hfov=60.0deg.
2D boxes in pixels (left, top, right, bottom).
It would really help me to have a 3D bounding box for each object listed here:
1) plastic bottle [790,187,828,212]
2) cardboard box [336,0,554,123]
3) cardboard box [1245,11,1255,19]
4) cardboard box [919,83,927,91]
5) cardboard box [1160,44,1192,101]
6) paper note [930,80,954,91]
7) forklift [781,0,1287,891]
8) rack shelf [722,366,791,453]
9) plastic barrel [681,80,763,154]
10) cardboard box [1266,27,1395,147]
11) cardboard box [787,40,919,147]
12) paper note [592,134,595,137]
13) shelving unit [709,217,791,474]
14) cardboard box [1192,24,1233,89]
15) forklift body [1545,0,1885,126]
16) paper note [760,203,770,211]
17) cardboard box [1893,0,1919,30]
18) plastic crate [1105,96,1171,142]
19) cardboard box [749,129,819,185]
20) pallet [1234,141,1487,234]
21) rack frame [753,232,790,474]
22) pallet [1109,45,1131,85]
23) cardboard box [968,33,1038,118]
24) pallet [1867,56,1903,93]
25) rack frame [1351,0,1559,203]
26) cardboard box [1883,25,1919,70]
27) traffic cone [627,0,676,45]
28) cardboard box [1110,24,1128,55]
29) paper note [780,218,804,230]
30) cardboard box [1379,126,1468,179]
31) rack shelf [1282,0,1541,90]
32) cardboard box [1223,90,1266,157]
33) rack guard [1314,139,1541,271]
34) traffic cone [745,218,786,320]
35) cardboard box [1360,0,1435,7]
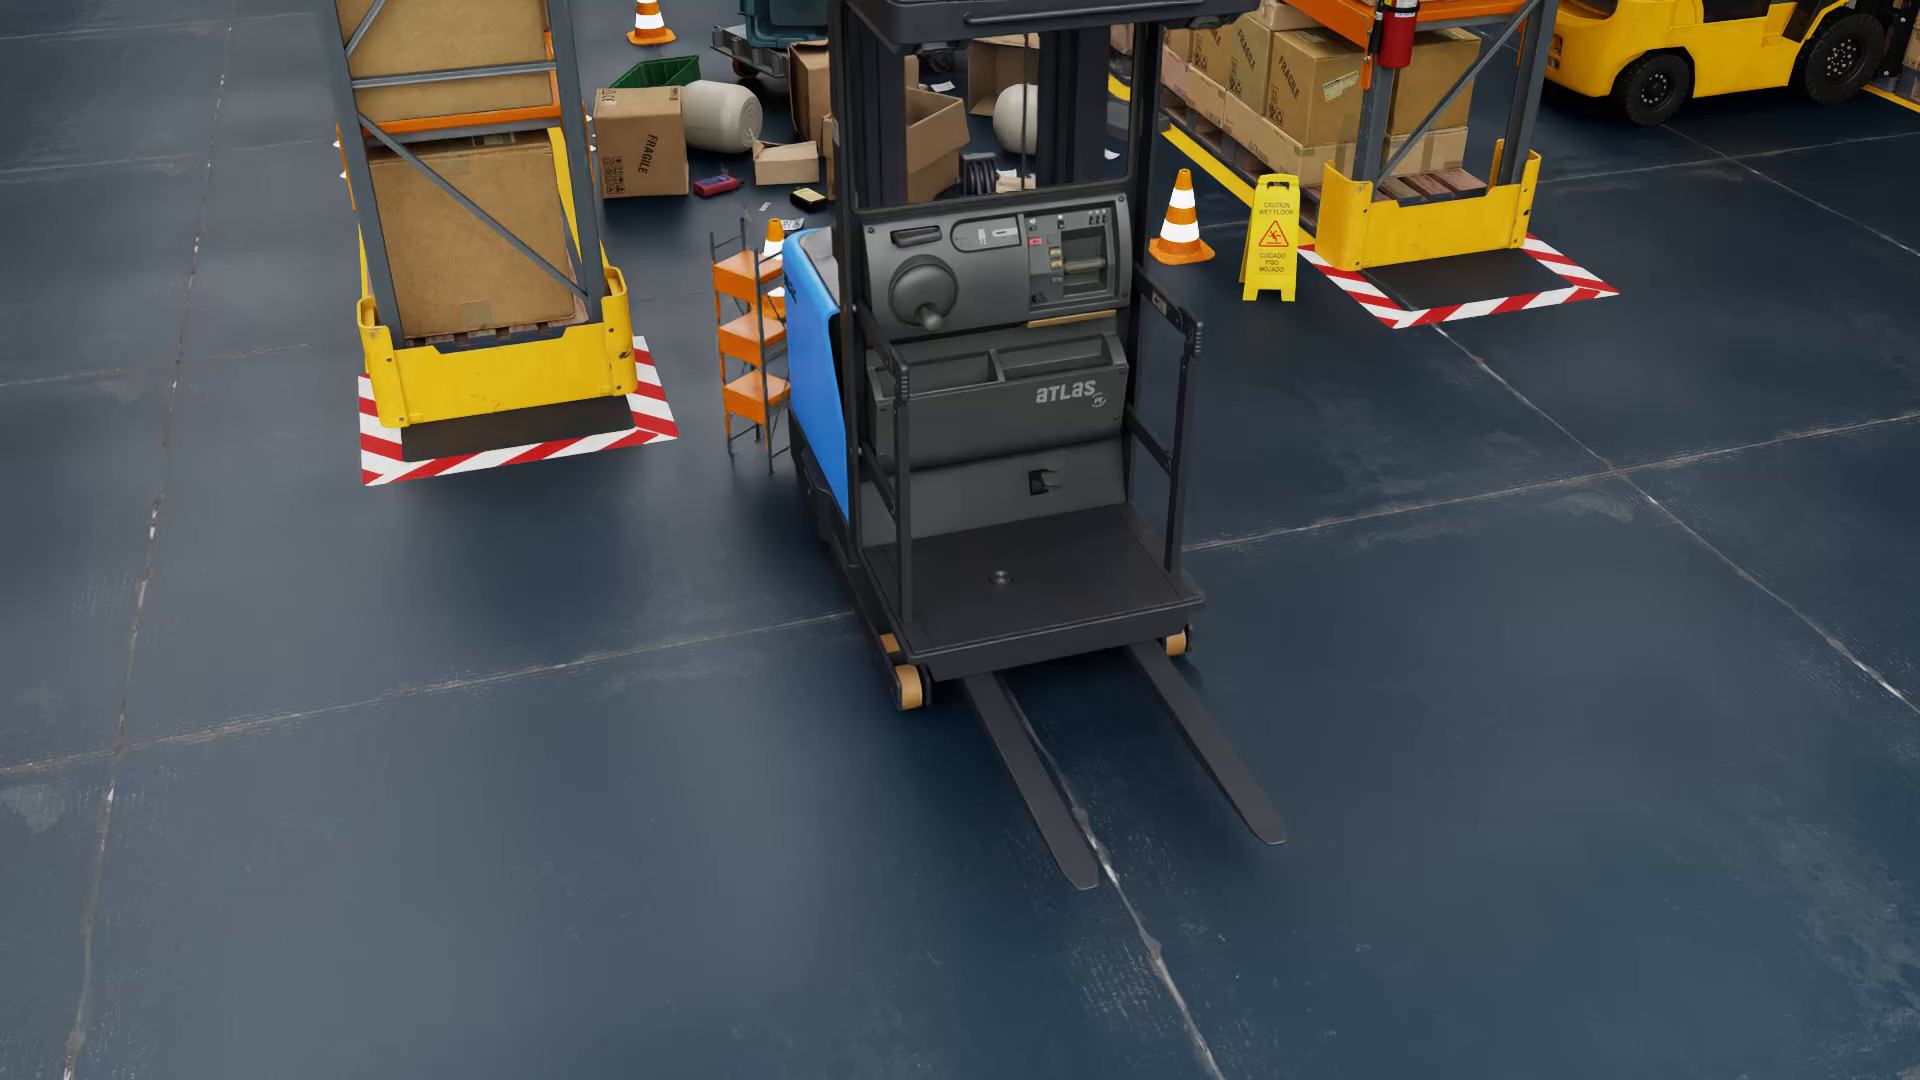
[{"bbox_3d":[-0.903,-1.999,9.719,0.133,0.061,0.283,-23,40,-31],"label":"plastic bottle"},{"bbox_3d":[-2.273,-2.198,7.220,0.875,0.550,0.550,-10,35,-15],"label":"cardboard box"},{"bbox_3d":[1.825,-3.136,9.620,0.380,0.149,0.250,-9,35,-14],"label":"cardboard box"},{"bbox_3d":[-0.449,-3.005,11.057,0.396,0.266,0.258,19,38,26],"label":"cardboard box"},{"bbox_3d":[1.608,-3.051,10.759,0.500,0.250,0.500,-10,35,-15],"label":"cardboard box"},{"bbox_3d":[-0.116,-3.130,11.460,0.148,0.019,0.142,-10,35,-15],"label":"paper note"},{"bbox_3d":[0.202,-0.874,5.414,1.130,2.935,3.031,-10,35,-15],"label":"forklift"},{"bbox_3d":[-0.859,-0.567,7.178,0.240,0.259,0.215,23,40,30],"label":"rack shelf"},{"bbox_3d":[-1.529,-2.636,10.356,0.512,0.421,0.421,13,36,18],"label":"plastic barrel"},{"bbox_3d":[2.074,-2.552,9.324,0.500,0.500,0.500,-10,35,-14],"label":"cardboard box"},{"bbox_3d":[-0.673,-2.835,10.461,0.797,0.637,0.503,-10,35,-15],"label":"cardboard box"},{"bbox_3d":[-2.269,-2.610,10.671,0.142,0.020,0.147,19,38,26],"label":"paper note"},{"bbox_3d":[-0.858,-0.807,7.018,0.252,1.050,0.215,23,40,30],"label":"shelving unit"},{"bbox_3d":[1.765,-3.091,10.140,0.500,0.500,0.500,-11,35,-16],"label":"cardboard box"},{"bbox_3d":[4.977,-4.006,10.861,2.313,2.155,1.214,-10,35,-15],"label":"forklift body"},{"bbox_3d":[-1.135,-1.940,9.677,0.032,0.001,0.123,7,34,10],"label":"paper note"},{"bbox_3d":[6.527,-3.643,11.202,0.500,0.250,0.500,-11,35,-16],"label":"cardboard box"},{"bbox_3d":[1.045,-2.754,10.845,0.402,0.080,0.583,-23,40,-31],"label":"plastic crate"},{"bbox_3d":[-1.058,-2.315,10.013,0.396,0.266,0.258,-4,34,-6],"label":"cardboard box"},{"bbox_3d":[2.330,-2.143,9.802,1.003,0.211,1.213,-10,35,-15],"label":"pallet"},{"bbox_3d":[-0.760,-0.766,6.958,0.008,1.050,0.200,23,40,30],"label":"rack frame"},{"bbox_3d":[1.585,-3.424,11.741,1.003,0.211,1.213,-10,35,-15],"label":"pallet"},{"bbox_3d":[0.378,-3.101,10.987,0.500,0.500,0.500,13,36,18],"label":"cardboard box"},{"bbox_3d":[6.651,-3.541,11.918,1.003,0.211,1.213,-10,35,-15],"label":"pallet"},{"bbox_3d":[2.567,-2.834,8.318,1.000,3.000,0.127,-10,35,-15],"label":"rack frame"},{"bbox_3d":[6.562,-3.419,11.317,0.500,0.250,0.500,-10,35,-14],"label":"cardboard box"},{"bbox_3d":[-2.307,-3.948,12.306,0.336,0.463,0.334,-10,35,-15],"label":"traffic cone"},{"bbox_3d":[1.270,-3.607,11.601,0.500,0.250,0.500,-12,35,-17],"label":"cardboard box"},{"bbox_3d":[-0.965,-1.796,9.442,0.144,0.017,0.142,1,33,2],"label":"paper note"},{"bbox_3d":[2.584,-2.332,9.672,0.500,0.250,0.500,-10,35,-15],"label":"cardboard box"},{"bbox_3d":[1.957,-3.584,10.106,1.077,0.370,4.000,-10,35,-15],"label":"rack shelf"},{"bbox_3d":[1.914,-2.515,9.948,0.500,0.250,0.500,-10,35,-15],"label":"cardboard box"},{"bbox_3d":[2.544,-1.831,9.068,1.175,0.500,0.348,-10,35,-15],"label":"rack guard"},{"bbox_3d":[-0.926,-1.408,8.461,0.336,0.463,0.334,-10,35,-15],"label":"traffic cone"},{"bbox_3d":[2.249,-2.890,8.630,0.380,0.149,0.250,-9,34,-13],"label":"cardboard box"}]
